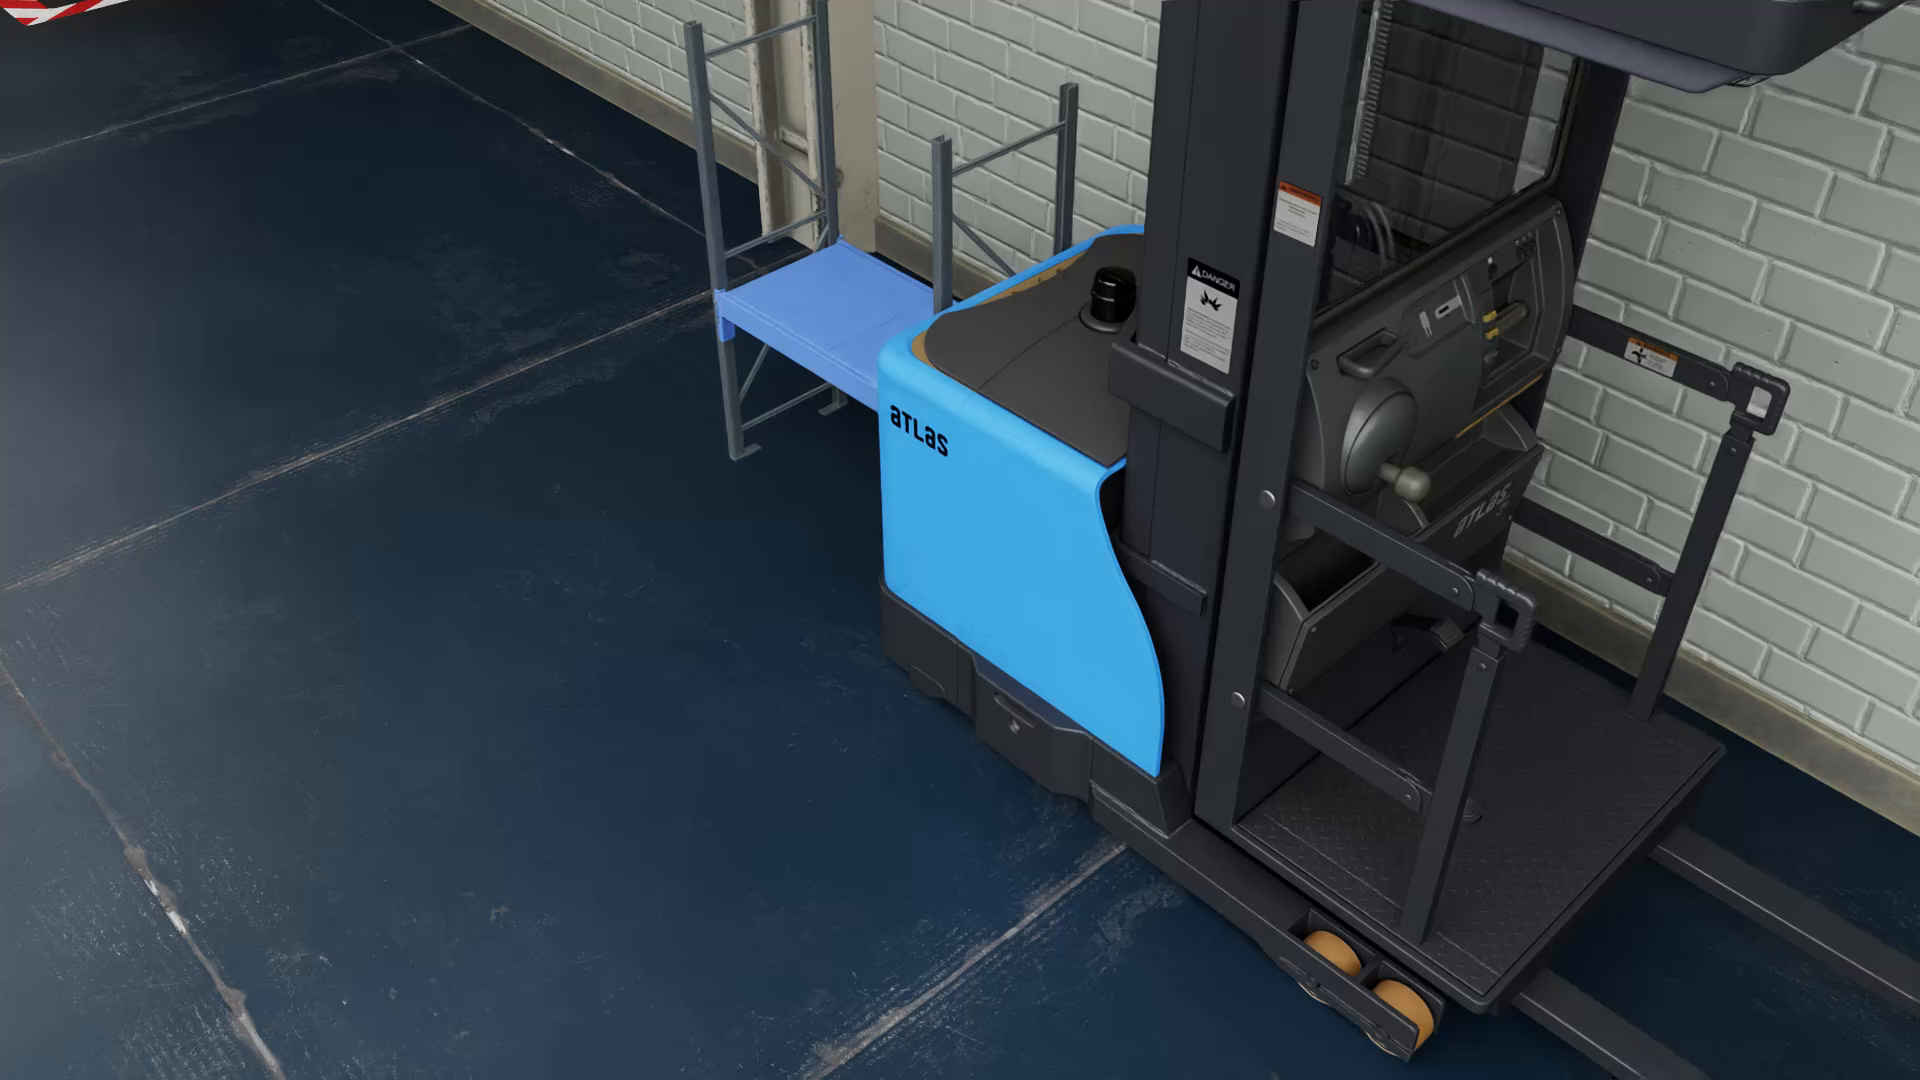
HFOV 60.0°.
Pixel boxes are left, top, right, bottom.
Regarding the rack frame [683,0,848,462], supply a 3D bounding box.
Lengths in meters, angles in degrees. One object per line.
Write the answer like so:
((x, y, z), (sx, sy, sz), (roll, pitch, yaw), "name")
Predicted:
((-0.584, -0.961, 5.247), (0.500, 1.500, 0.032), (-31, 48, -33), "rack frame")

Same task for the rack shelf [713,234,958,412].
((-0.232, -0.591, 5.074), (0.538, 0.185, 1.000), (-31, 48, -33), "rack shelf")

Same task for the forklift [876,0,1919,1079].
((1.157, -0.337, 3.334), (1.130, 2.935, 3.031), (-31, 48, -33), "forklift")

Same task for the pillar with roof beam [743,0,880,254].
((-3.731, -2.876, 1.649), (9.100, 9.000, 0.400), (-30, 48, -32), "pillar with roof beam")

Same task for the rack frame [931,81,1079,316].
((0.120, -0.501, 4.676), (0.500, 1.500, 0.032), (-31, 48, -33), "rack frame")

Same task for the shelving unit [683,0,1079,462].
((-0.232, -0.731, 4.961), (0.538, 1.500, 1.048), (-31, 48, -33), "shelving unit")
